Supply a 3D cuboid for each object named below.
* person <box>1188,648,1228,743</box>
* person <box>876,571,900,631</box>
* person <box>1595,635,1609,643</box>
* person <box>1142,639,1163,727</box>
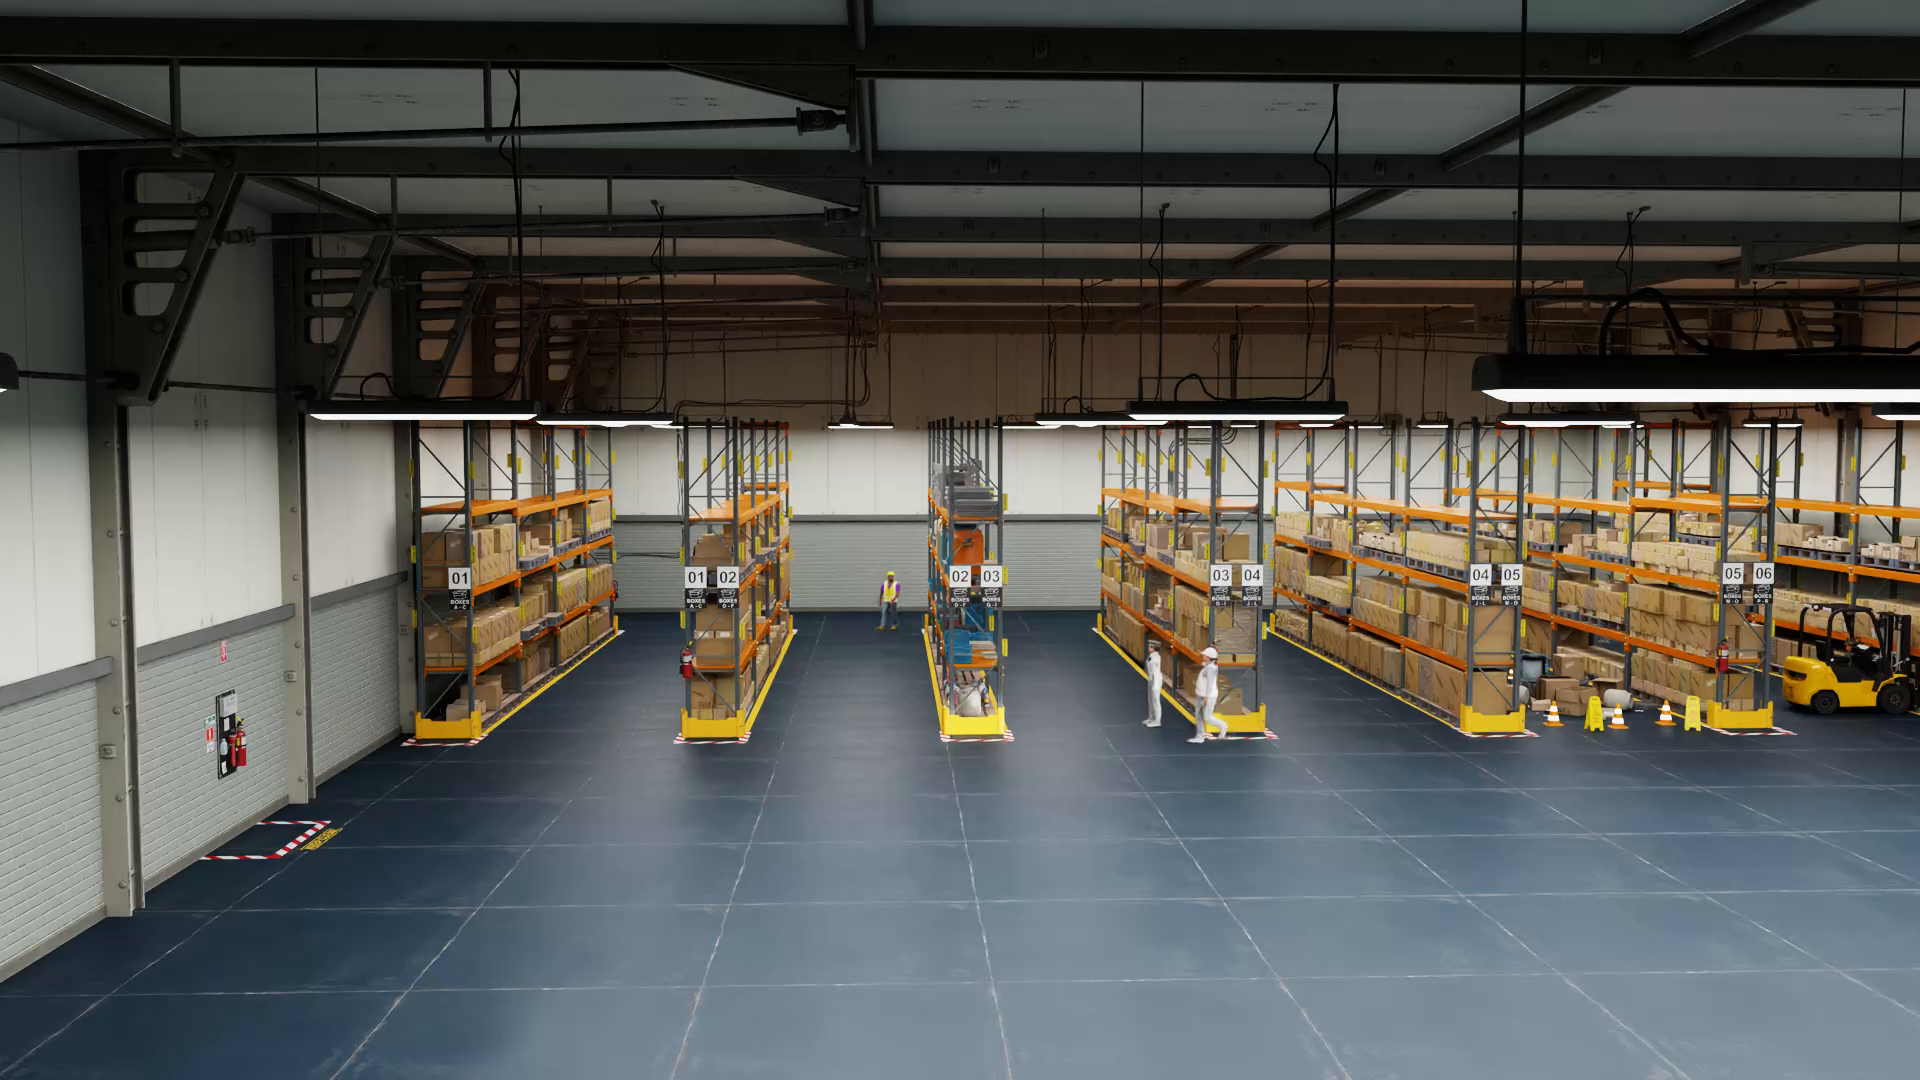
[{"bbox_3d":[4.562,2.848,30.485,0.690,1.762,0.515,-2,4,-29],"label":"person"},{"bbox_3d":[-2.089,1.748,47.424,0.712,1.700,1.097,2,4,27],"label":"person"},{"bbox_3d":[17.270,1.963,44.770,0.559,1.721,0.644,-2,4,-23],"label":"person"},{"bbox_3d":[3.749,2.767,32.324,0.390,1.683,0.557,0,4,-1],"label":"person"}]
